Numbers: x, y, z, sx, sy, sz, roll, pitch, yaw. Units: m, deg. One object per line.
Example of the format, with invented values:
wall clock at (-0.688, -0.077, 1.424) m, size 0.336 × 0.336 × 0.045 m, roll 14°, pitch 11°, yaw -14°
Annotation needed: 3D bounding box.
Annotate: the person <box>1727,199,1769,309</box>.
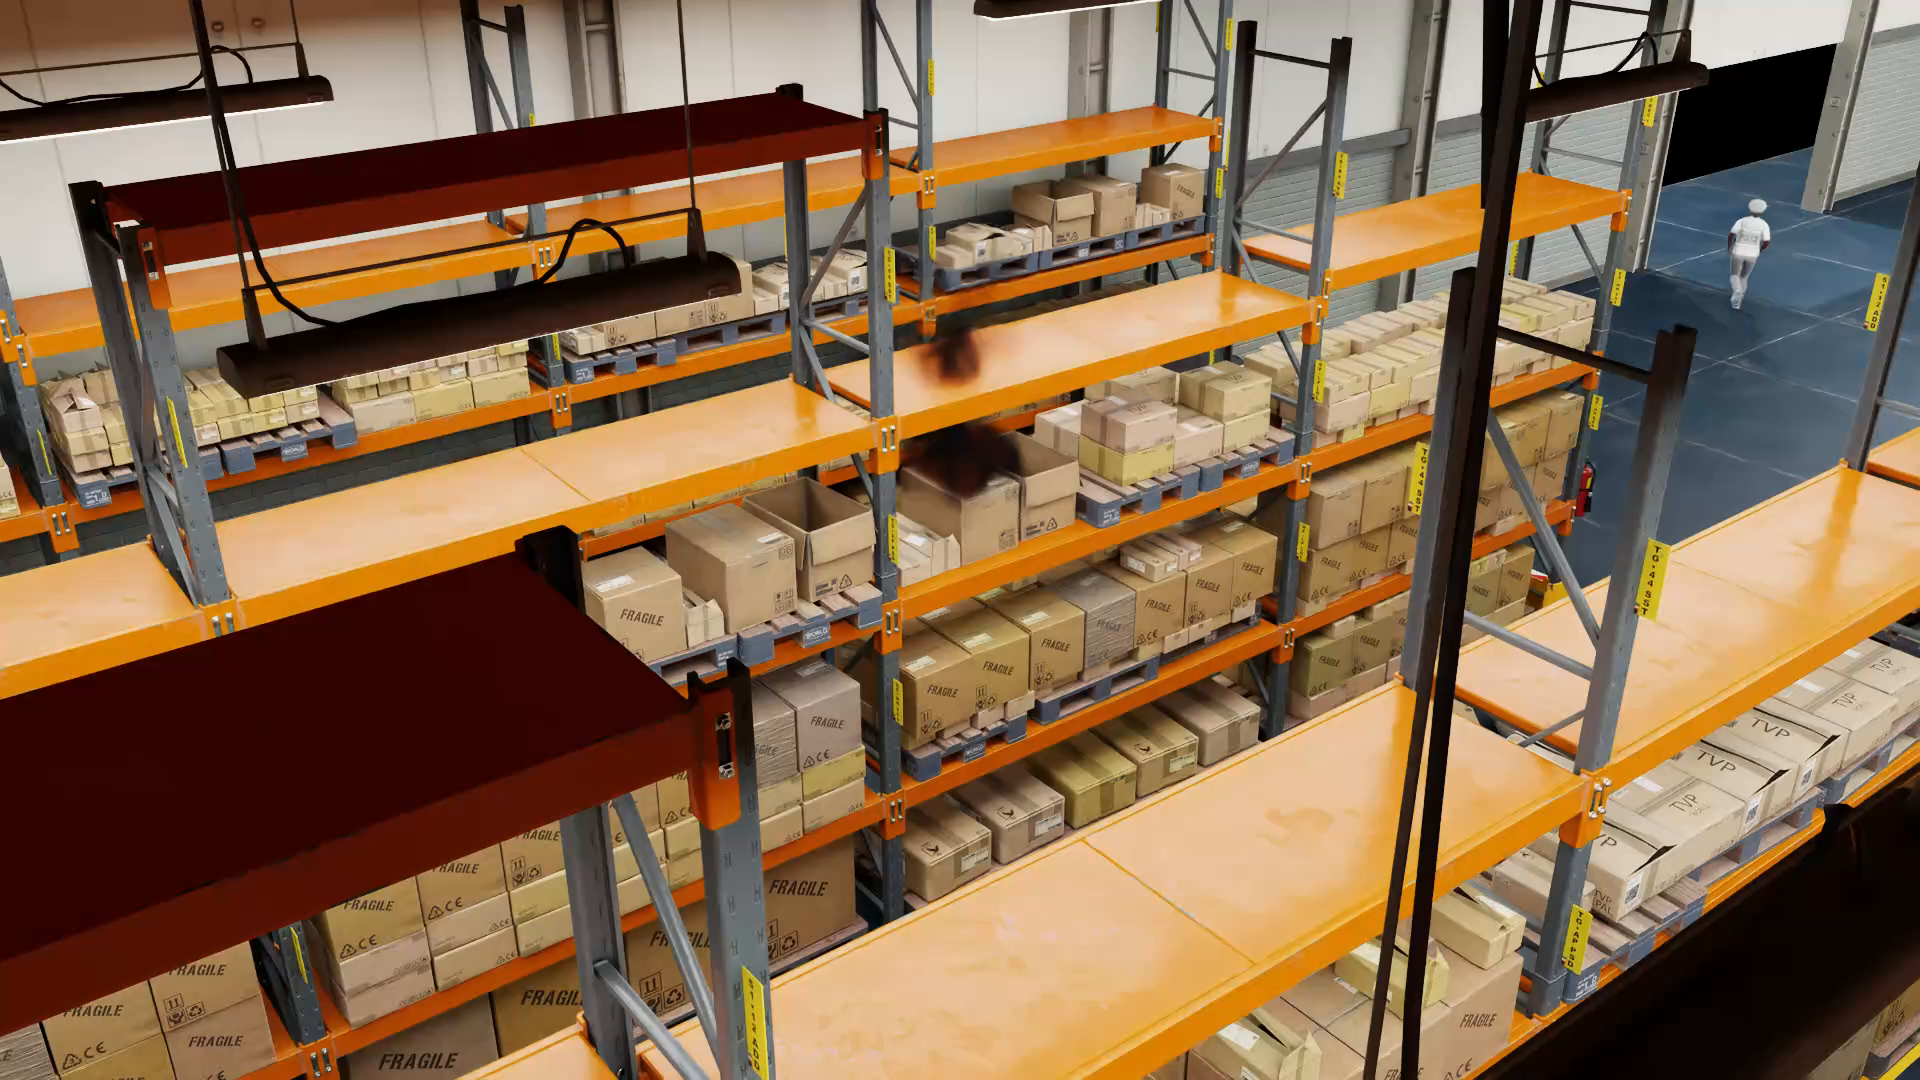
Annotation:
person at (11.756, -4.242, 24.910) m, size 0.584 × 1.682 × 0.608 m, roll 9°, pitch 28°, yaw 19°
